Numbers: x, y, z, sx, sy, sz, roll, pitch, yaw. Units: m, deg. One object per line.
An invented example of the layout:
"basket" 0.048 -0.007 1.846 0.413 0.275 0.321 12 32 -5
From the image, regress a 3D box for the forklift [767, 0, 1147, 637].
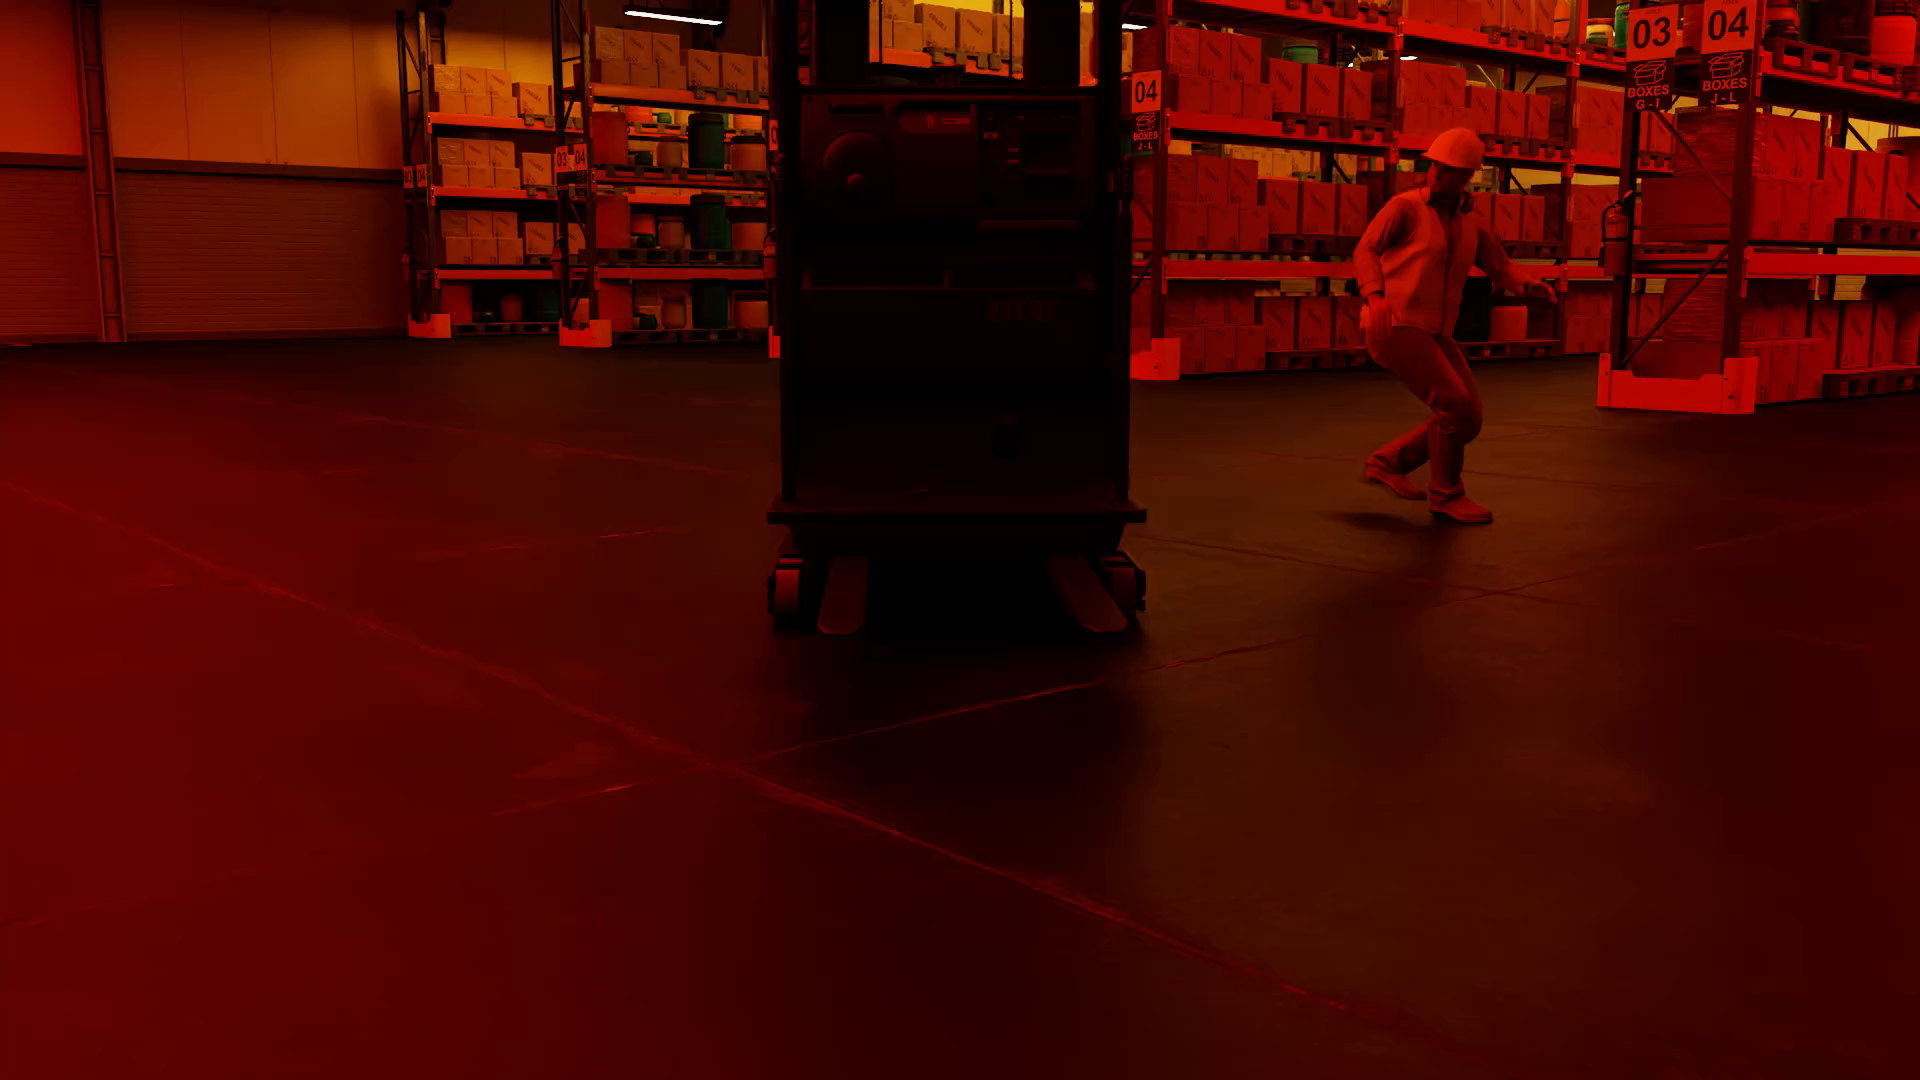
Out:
"forklift" -0.024 -1.251 5.040 1.130 2.935 3.031 0 9 -2

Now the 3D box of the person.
"person" 2.046 -0.906 7.030 0.849 1.645 0.805 -7 12 -40
